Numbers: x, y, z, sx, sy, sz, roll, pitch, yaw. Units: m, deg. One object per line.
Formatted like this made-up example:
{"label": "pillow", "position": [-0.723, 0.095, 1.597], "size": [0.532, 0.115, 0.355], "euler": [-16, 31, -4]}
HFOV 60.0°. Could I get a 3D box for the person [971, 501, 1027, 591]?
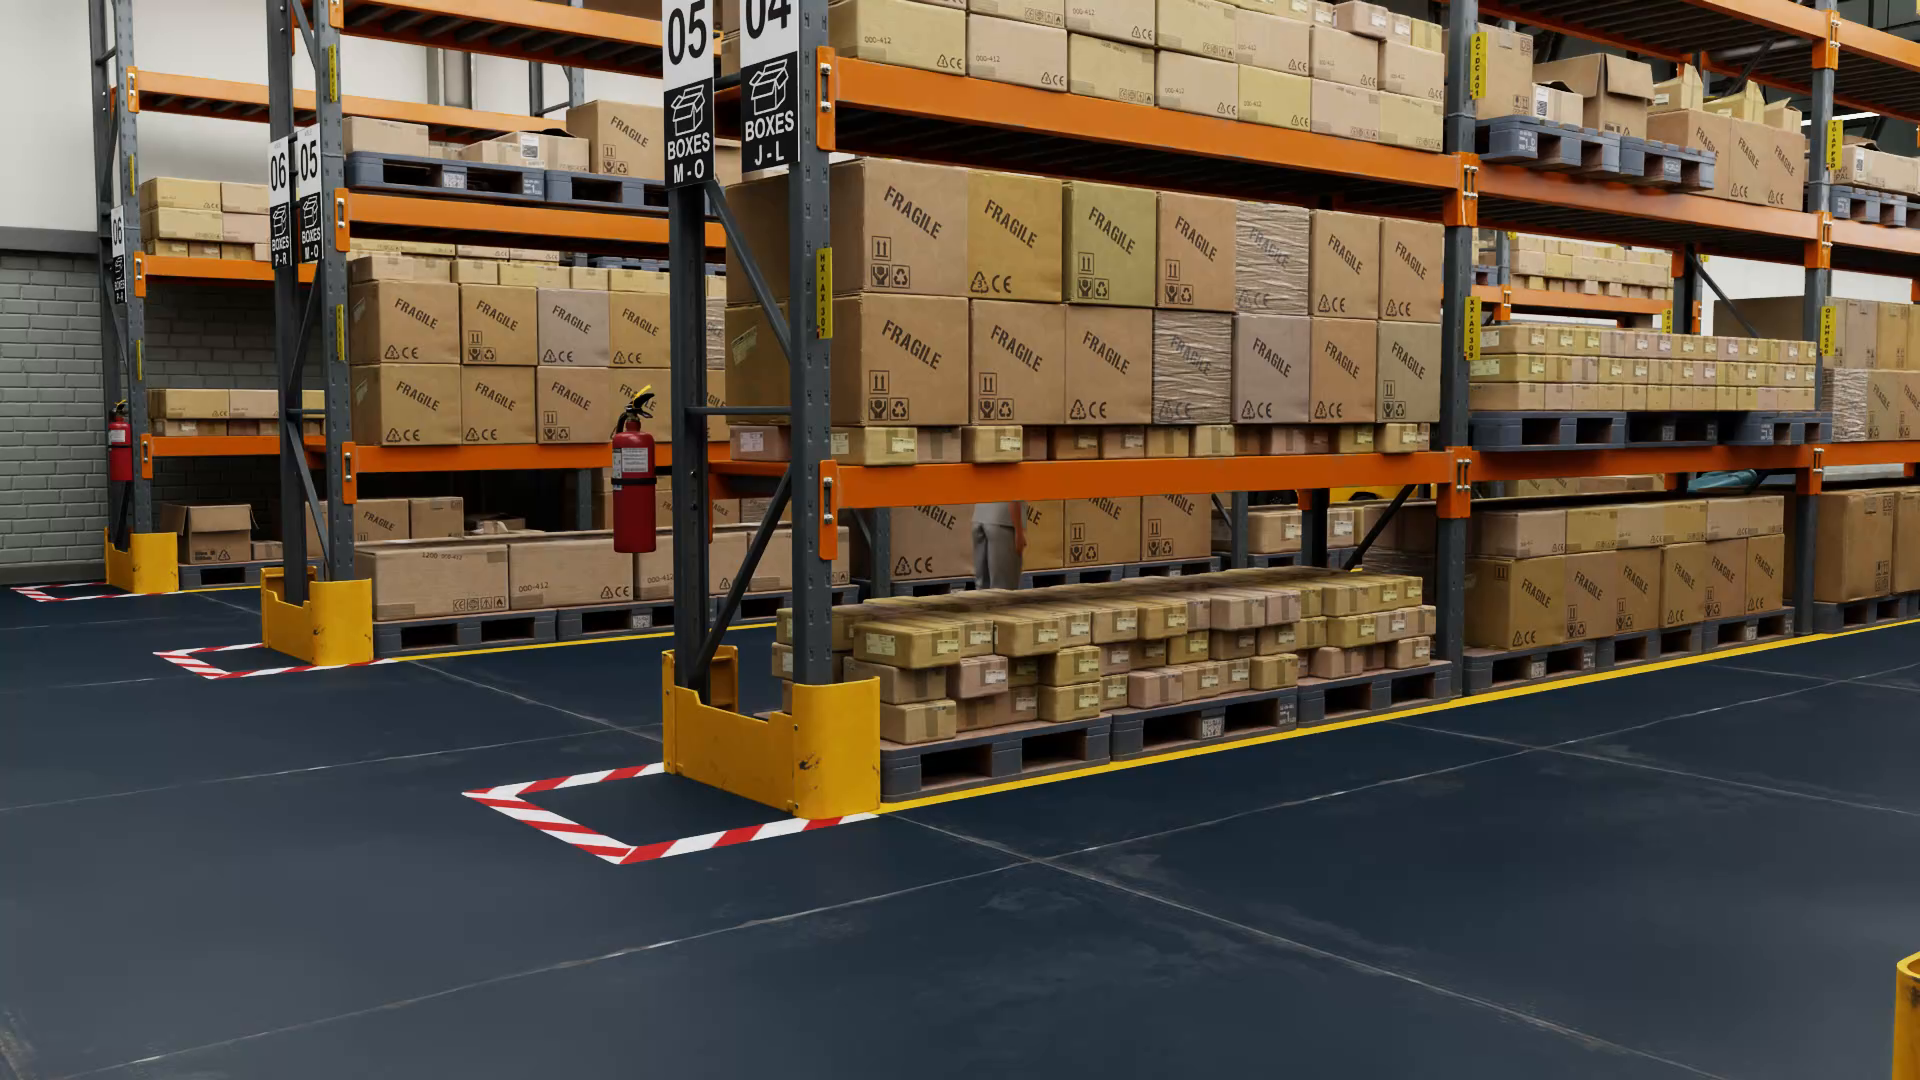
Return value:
{"label": "person", "position": [0.224, -0.044, 9.285], "size": [0.385, 1.671, 0.438], "euler": [-2, 5, -29]}
